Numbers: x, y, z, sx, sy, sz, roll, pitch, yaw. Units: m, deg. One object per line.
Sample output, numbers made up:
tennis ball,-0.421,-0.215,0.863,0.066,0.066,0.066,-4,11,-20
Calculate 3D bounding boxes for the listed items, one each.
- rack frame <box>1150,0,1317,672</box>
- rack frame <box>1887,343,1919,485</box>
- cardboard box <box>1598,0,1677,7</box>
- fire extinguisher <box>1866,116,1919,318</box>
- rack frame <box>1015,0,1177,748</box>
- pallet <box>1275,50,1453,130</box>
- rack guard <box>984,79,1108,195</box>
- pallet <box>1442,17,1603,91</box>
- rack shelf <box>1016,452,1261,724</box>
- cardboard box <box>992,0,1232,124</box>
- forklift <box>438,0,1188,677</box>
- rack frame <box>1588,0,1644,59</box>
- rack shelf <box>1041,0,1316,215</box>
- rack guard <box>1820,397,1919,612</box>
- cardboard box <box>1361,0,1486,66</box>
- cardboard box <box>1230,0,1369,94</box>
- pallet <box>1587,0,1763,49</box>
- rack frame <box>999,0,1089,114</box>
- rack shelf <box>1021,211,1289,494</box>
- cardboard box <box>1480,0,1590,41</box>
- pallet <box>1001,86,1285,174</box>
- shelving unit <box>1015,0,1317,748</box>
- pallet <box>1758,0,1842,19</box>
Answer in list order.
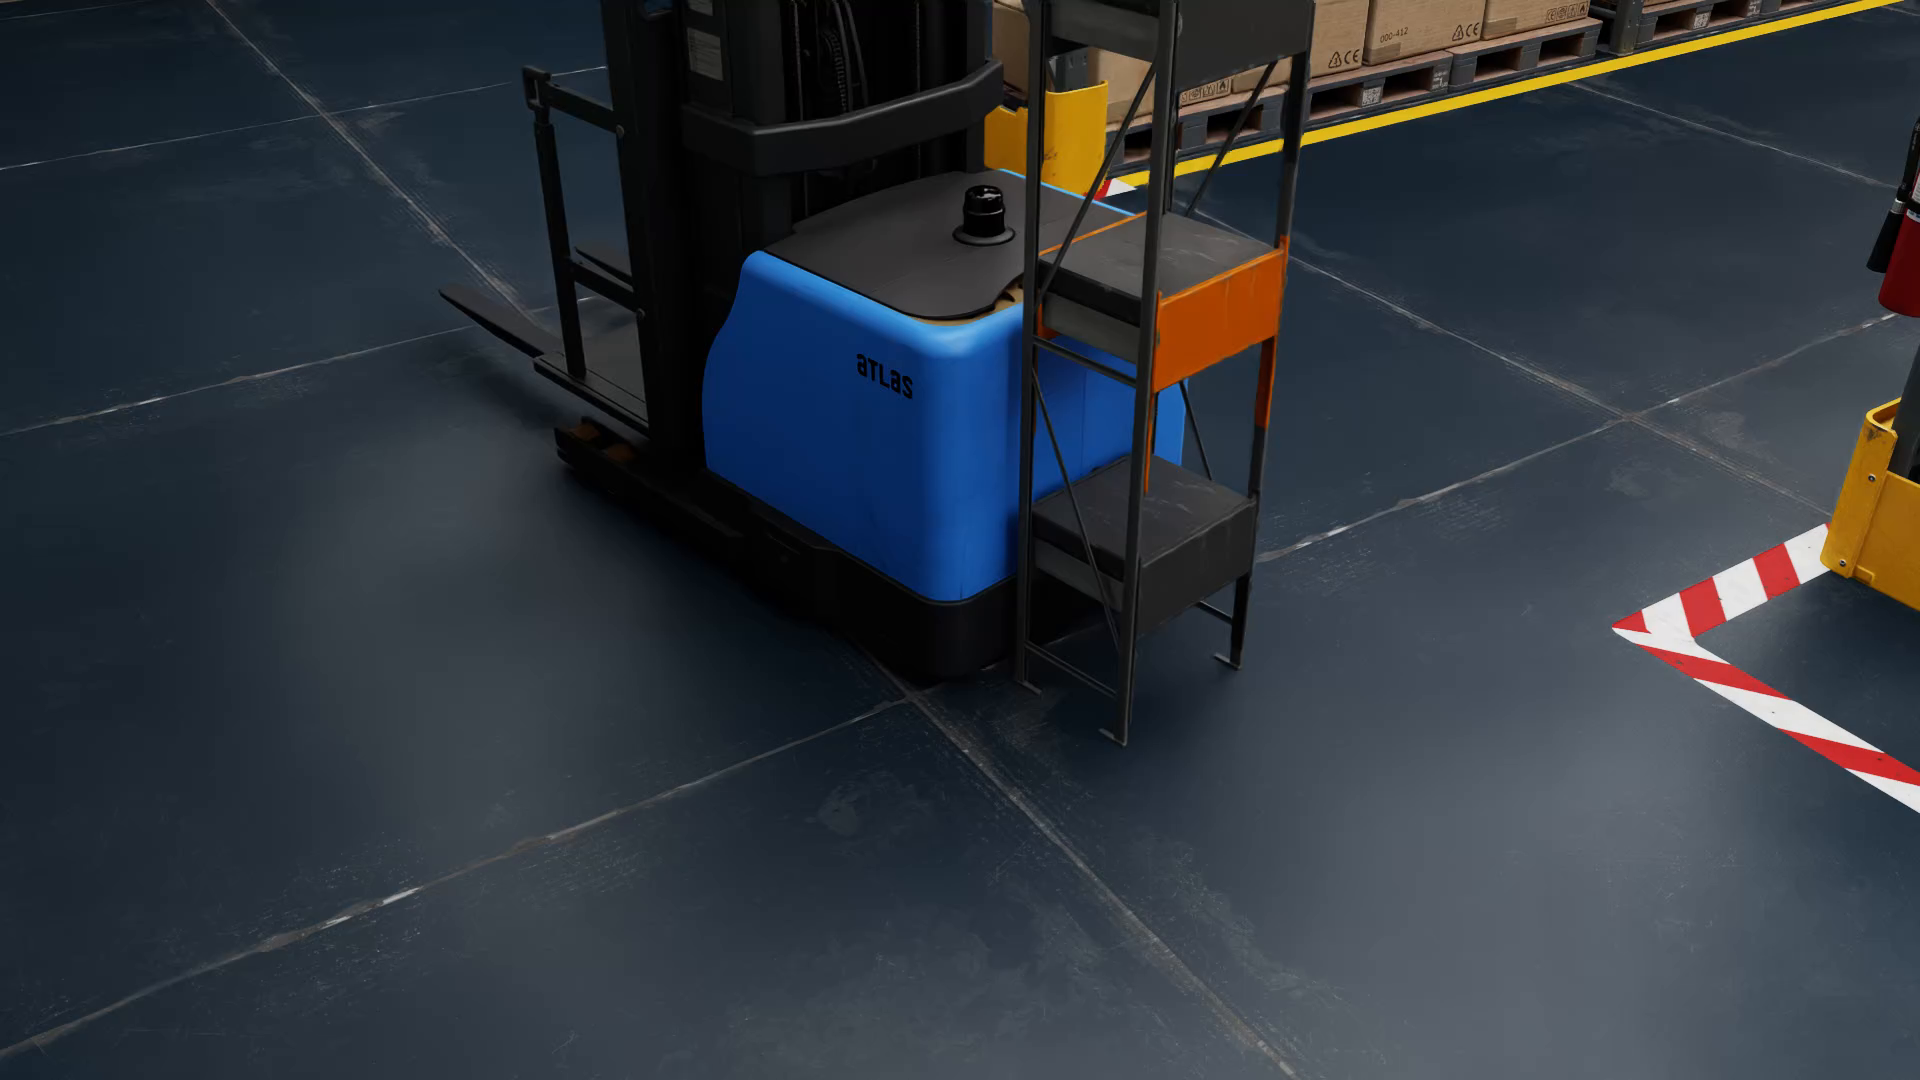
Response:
rack frame,0.648,-0.599,4.231,0.015,2.100,0.400,-27,41,-36
rack frame,3.034,-0.973,3.981,0.127,3.000,1.000,-19,37,-27
cardboard box,4.106,-3.814,10.083,0.875,0.875,0.875,-18,36,-26
fire extinguisher,2.572,-0.917,4.314,0.183,0.674,0.296,-19,37,-27
rack frame,0.296,-0.418,3.945,0.015,2.100,0.400,-27,41,-36
pallet,1.921,-2.601,9.176,1.213,0.211,1.003,-19,37,-27
rack guard,0.246,-2.100,8.110,0.348,0.500,1.175,-19,37,-27
pallet,2.947,-2.956,9.738,1.213,0.211,1.003,-19,37,-27
rack shelf,0.472,0.095,4.469,0.480,0.518,0.431,-27,41,-36
cardboard box,0.767,-2.493,8.399,0.875,0.438,0.875,-20,38,-29
forklift,-0.709,-1.557,4.971,1.130,2.935,3.031,-27,41,-36
rack frame,3.629,-4.320,9.287,0.127,3.000,1.000,-19,37,-27
rack shelf,0.472,-1.089,3.722,0.480,0.518,0.431,-27,41,-36
rack guard,3.097,0.062,4.683,0.348,0.500,1.175,-19,37,-27
cardboard box,2.291,-3.022,9.236,0.875,0.438,0.875,-20,37,-29
cardboard box,1.532,-2.762,8.824,0.875,0.438,0.875,-18,36,-26
pallet,4.236,-3.398,10.438,1.213,0.211,1.003,-19,37,-27
rack frame,0.267,-3.164,7.454,0.127,3.000,1.000,-19,37,-27
rack shelf,0.472,-0.497,4.095,0.480,0.518,0.431,-27,41,-36
cardboard box,3.043,-3.281,9.647,0.875,0.438,0.875,-20,37,-28
pallet,0.896,-2.251,8.620,1.213,0.211,1.003,-19,37,-27
shelving unit,0.472,-0.508,4.088,0.503,2.100,0.431,-27,41,-36
pallet,5.263,-3.752,11.001,1.213,0.211,1.003,-19,37,-27
